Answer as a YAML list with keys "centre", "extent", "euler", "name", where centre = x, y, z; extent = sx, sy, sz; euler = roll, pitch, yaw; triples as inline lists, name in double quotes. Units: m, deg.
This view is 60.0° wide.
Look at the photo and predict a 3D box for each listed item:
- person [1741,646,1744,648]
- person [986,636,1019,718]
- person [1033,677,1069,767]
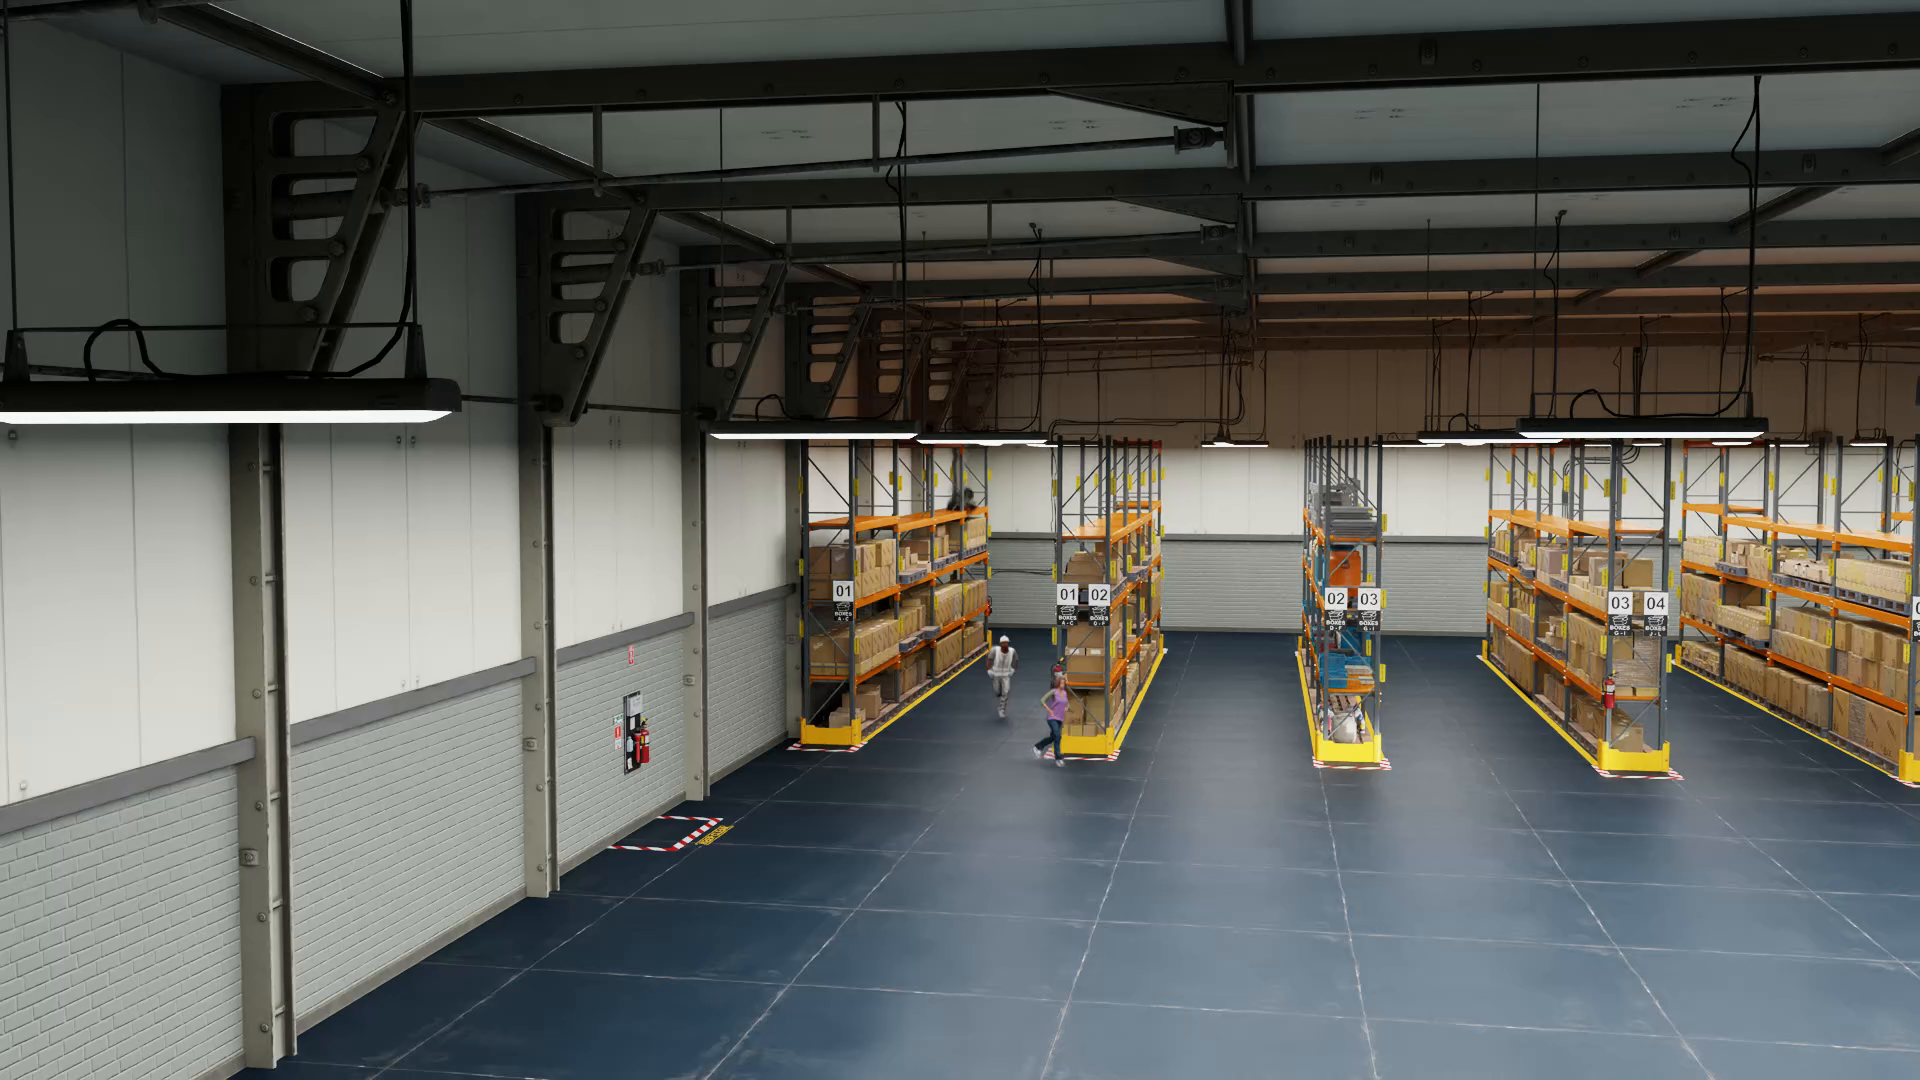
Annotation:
- centre: [21.135, 2.481, 44.671]
  extent: [0.650, 1.652, 0.555]
  euler: [-1, 3, -18]
  name: "person"
- centre: [0.916, 2.929, 35.981]
  extent: [0.694, 1.743, 0.786]
  euler: [0, 3, -2]
  name: "person"
- centre: [1.742, 3.309, 30.435]
  extent: [0.565, 1.568, 0.830]
  euler: [-3, 4, -44]
  name: "person"
